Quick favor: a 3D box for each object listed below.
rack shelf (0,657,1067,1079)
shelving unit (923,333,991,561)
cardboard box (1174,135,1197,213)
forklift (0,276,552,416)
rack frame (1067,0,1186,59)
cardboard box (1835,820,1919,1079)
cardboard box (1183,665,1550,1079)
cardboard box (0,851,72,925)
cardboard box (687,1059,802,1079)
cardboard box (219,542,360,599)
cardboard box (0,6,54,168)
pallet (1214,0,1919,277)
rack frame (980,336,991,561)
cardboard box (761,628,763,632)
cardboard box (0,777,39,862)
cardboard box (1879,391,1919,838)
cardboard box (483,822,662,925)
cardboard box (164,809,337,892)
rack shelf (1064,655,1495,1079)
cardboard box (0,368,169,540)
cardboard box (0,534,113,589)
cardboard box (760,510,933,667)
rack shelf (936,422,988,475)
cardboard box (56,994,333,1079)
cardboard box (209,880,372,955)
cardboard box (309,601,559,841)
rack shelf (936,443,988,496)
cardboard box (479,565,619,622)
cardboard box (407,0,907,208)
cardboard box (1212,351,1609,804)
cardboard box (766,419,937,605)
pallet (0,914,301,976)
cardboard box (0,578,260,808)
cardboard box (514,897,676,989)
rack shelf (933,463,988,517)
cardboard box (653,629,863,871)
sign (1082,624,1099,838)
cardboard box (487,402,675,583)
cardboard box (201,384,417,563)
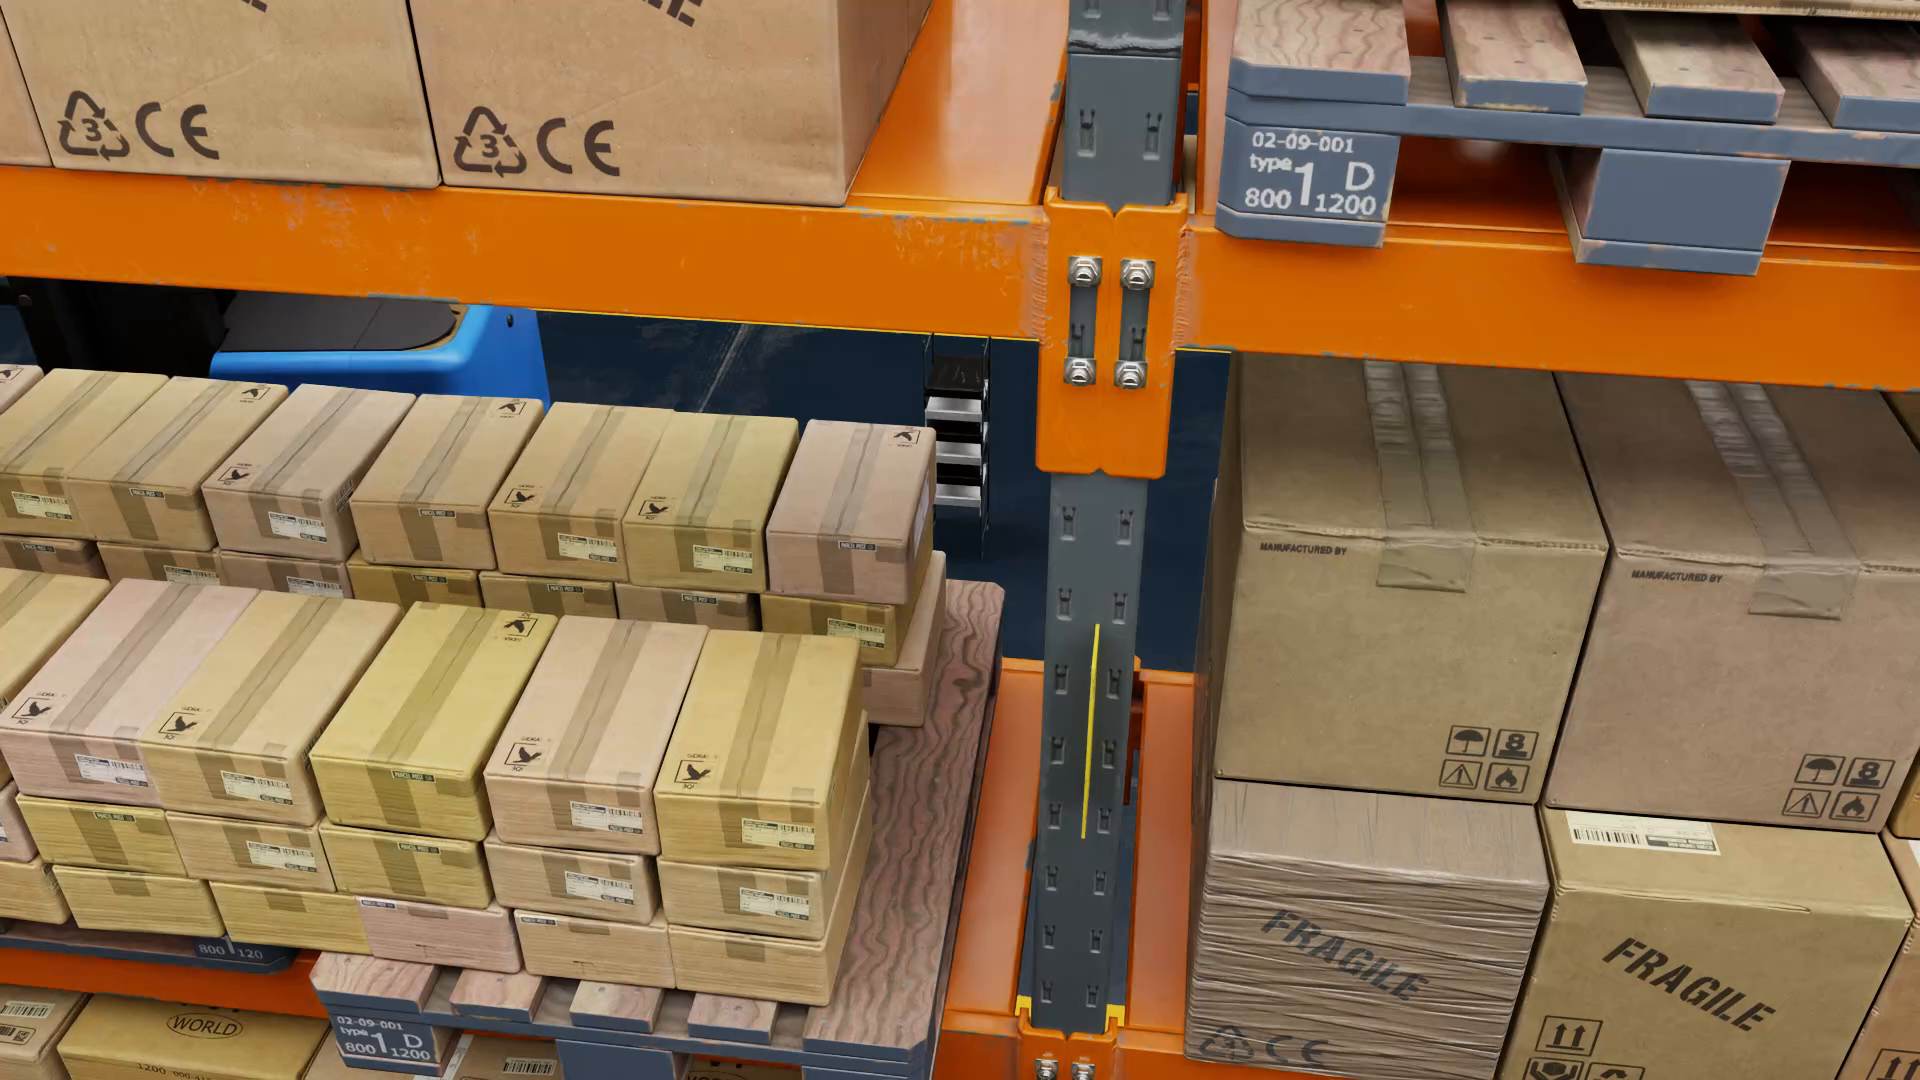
[{"bbox_3d":[-1.739,0.544,3.525,4.000,0.370,1.077,4,36,6],"label":"rack shelf"},{"bbox_3d":[-0.008,-0.367,5.989,0.210,0.900,0.258,4,36,6],"label":"shelving unit"},{"bbox_3d":[1.334,-1.514,7.690,0.625,0.372,0.950,2,36,3],"label":"cardboard box"},{"bbox_3d":[-3.063,-1.168,5.364,3.031,2.935,1.130,0,36,-1],"label":"forklift"},{"bbox_3d":[0.245,-2.043,1.366,0.127,3.000,1.000,4,36,6],"label":"rack frame"},{"bbox_3d":[1.660,0.621,2.712,0.500,0.500,0.500,4,36,6],"label":"cardboard box"},{"bbox_3d":[0.655,0.547,2.815,0.500,0.500,0.500,5,36,6],"label":"cardboard box"},{"bbox_3d":[-1.575,0.461,2.877,0.250,0.149,0.380,5,36,7],"label":"cardboard box"},{"bbox_3d":[-0.467,1.041,3.354,0.500,0.250,0.500,3,36,5],"label":"cardboard box"},{"bbox_3d":[-1.241,-0.016,3.289,0.250,0.149,0.380,4,36,6],"label":"cardboard box"},{"bbox_3d":[-1.347,-0.827,2.159,0.500,0.500,0.500,4,36,6],"label":"cardboard box"},{"bbox_3d":[0.890,-0.728,2.268,1.003,0.211,1.213,6,36,8],"label":"pallet"},{"bbox_3d":[0.093,-0.359,5.979,0.006,0.900,0.240,4,36,6],"label":"rack frame"},{"bbox_3d":[-0.440,0.161,3.297,0.250,0.149,0.380,6,36,8],"label":"cardboard box"},{"bbox_3d":[-1.583,0.341,2.789,0.250,0.149,0.380,5,36,7],"label":"cardboard box"},{"bbox_3d":[1.699,0.064,2.632,0.500,0.500,0.700,4,36,5],"label":"cardboard box"},{"bbox_3d":[-0.568,0.416,2.683,0.250,0.149,0.380,6,36,8],"label":"cardboard box"},{"bbox_3d":[-1.078,0.380,2.735,0.250,0.149,0.380,4,36,6],"label":"cardboard box"},{"bbox_3d":[2.228,0.840,3.110,4.000,0.370,1.077,4,36,6],"label":"rack shelf"},{"bbox_3d":[-1.740,-0.174,3.255,0.250,0.149,0.380,4,36,5],"label":"cardboard box"},{"bbox_3d":[-1.755,-0.054,3.343,0.250,0.149,0.380,6,36,8],"label":"cardboard box"},{"bbox_3d":[-0.209,0.058,3.185,0.250,0.149,0.380,6,36,8],"label":"cardboard box"},{"bbox_3d":[-0.008,-0.340,6.009,0.200,0.077,0.258,4,36,6],"label":"rack shelf"},{"bbox_3d":[-1.472,0.963,3.463,0.500,0.250,0.500,5,36,7],"label":"cardboard box"},{"bbox_3d":[-1.051,0.500,2.822,0.250,0.149,0.380,4,36,5],"label":"cardboard box"},{"bbox_3d":[-0.809,0.277,2.622,0.250,0.149,0.380,5,36,7],"label":"cardboard box"},{"bbox_3d":[-0.008,-0.267,6.061,0.200,0.077,0.258,4,36,6],"label":"rack shelf"},{"bbox_3d":[-0.744,0.021,3.237,0.250,0.149,0.380,3,36,4],"label":"cardboard box"},{"bbox_3d":[-0.354,-0.758,2.062,0.500,0.500,0.500,4,36,6],"label":"cardboard box"},{"bbox_3d":[0.689,-0.010,2.734,0.500,0.500,0.700,4,36,6],"label":"cardboard box"},{"bbox_3d":[-0.194,-0.058,3.092,0.250,0.149,0.380,4,36,6],"label":"cardboard box"},{"bbox_3d":[-1.724,0.354,3.336,1.213,0.211,1.003,4,36,6],"label":"pallet"},{"bbox_3d":[-1.312,0.238,2.677,0.250,0.149,0.380,4,36,6],"label":"cardboard box"},{"bbox_3d":[-0.549,0.539,2.767,0.250,0.149,0.380,4,36,6],"label":"cardboard box"},{"bbox_3d":[-0.008,-0.193,6.113,0.200,0.077,0.258,4,36,6],"label":"rack shelf"},{"bbox_3d":[-0.300,0.316,2.567,0.250,0.149,0.380,3,36,4],"label":"cardboard box"},{"bbox_3d":[0.185,0.273,2.356,0.005,0.325,0.100,4,36,6],"label":"sign"},{"bbox_3d":[-0.699,-0.097,3.146,0.250,0.149,0.380,4,36,6],"label":"cardboard box"},{"bbox_3d":[-1.230,-0.135,3.200,0.250,0.149,0.380,6,36,8],"label":"cardboard box"}]
